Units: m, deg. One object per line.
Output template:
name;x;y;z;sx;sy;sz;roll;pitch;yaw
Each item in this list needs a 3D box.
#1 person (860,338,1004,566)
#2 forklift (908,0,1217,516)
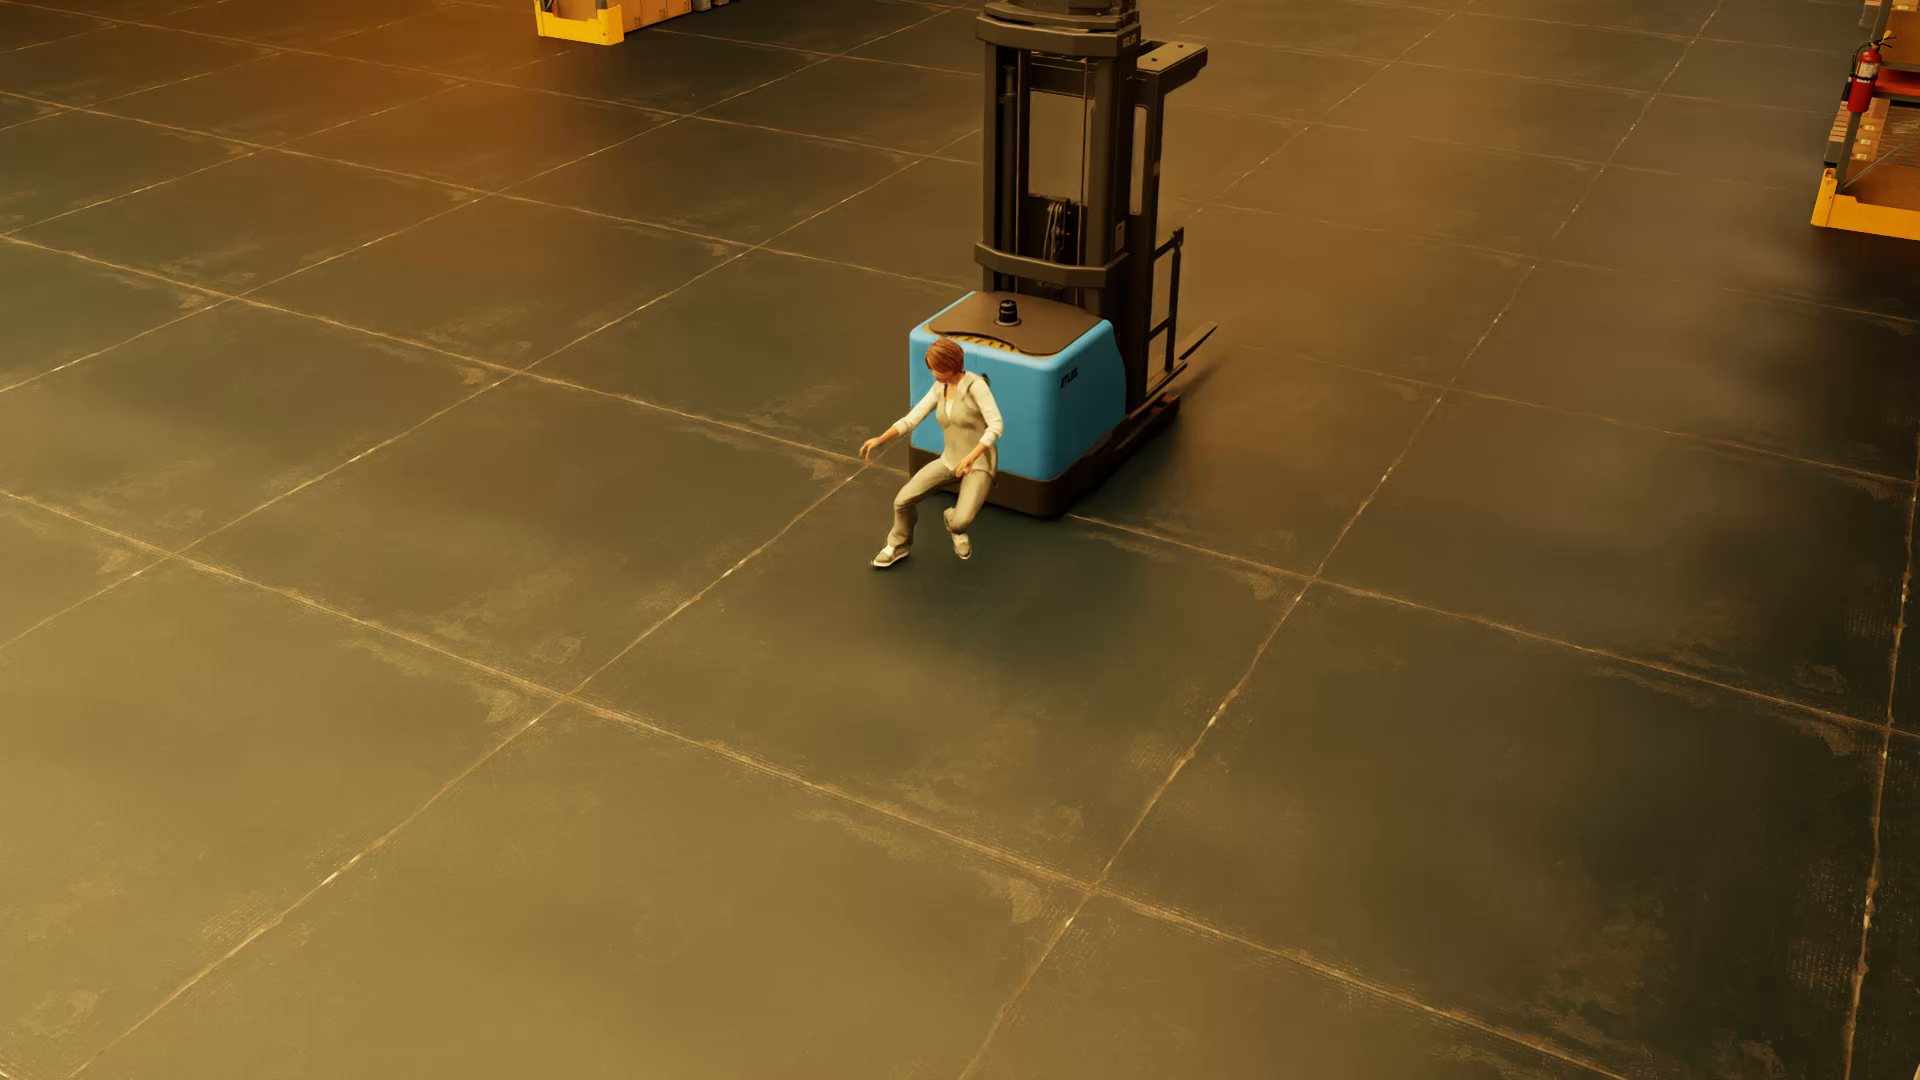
person;-0.148;-0.401;9.292;0.720;1.393;0.698;24;37;35
forklift;0.856;-2.118;10.740;1.130;2.935;3.031;16;34;26
